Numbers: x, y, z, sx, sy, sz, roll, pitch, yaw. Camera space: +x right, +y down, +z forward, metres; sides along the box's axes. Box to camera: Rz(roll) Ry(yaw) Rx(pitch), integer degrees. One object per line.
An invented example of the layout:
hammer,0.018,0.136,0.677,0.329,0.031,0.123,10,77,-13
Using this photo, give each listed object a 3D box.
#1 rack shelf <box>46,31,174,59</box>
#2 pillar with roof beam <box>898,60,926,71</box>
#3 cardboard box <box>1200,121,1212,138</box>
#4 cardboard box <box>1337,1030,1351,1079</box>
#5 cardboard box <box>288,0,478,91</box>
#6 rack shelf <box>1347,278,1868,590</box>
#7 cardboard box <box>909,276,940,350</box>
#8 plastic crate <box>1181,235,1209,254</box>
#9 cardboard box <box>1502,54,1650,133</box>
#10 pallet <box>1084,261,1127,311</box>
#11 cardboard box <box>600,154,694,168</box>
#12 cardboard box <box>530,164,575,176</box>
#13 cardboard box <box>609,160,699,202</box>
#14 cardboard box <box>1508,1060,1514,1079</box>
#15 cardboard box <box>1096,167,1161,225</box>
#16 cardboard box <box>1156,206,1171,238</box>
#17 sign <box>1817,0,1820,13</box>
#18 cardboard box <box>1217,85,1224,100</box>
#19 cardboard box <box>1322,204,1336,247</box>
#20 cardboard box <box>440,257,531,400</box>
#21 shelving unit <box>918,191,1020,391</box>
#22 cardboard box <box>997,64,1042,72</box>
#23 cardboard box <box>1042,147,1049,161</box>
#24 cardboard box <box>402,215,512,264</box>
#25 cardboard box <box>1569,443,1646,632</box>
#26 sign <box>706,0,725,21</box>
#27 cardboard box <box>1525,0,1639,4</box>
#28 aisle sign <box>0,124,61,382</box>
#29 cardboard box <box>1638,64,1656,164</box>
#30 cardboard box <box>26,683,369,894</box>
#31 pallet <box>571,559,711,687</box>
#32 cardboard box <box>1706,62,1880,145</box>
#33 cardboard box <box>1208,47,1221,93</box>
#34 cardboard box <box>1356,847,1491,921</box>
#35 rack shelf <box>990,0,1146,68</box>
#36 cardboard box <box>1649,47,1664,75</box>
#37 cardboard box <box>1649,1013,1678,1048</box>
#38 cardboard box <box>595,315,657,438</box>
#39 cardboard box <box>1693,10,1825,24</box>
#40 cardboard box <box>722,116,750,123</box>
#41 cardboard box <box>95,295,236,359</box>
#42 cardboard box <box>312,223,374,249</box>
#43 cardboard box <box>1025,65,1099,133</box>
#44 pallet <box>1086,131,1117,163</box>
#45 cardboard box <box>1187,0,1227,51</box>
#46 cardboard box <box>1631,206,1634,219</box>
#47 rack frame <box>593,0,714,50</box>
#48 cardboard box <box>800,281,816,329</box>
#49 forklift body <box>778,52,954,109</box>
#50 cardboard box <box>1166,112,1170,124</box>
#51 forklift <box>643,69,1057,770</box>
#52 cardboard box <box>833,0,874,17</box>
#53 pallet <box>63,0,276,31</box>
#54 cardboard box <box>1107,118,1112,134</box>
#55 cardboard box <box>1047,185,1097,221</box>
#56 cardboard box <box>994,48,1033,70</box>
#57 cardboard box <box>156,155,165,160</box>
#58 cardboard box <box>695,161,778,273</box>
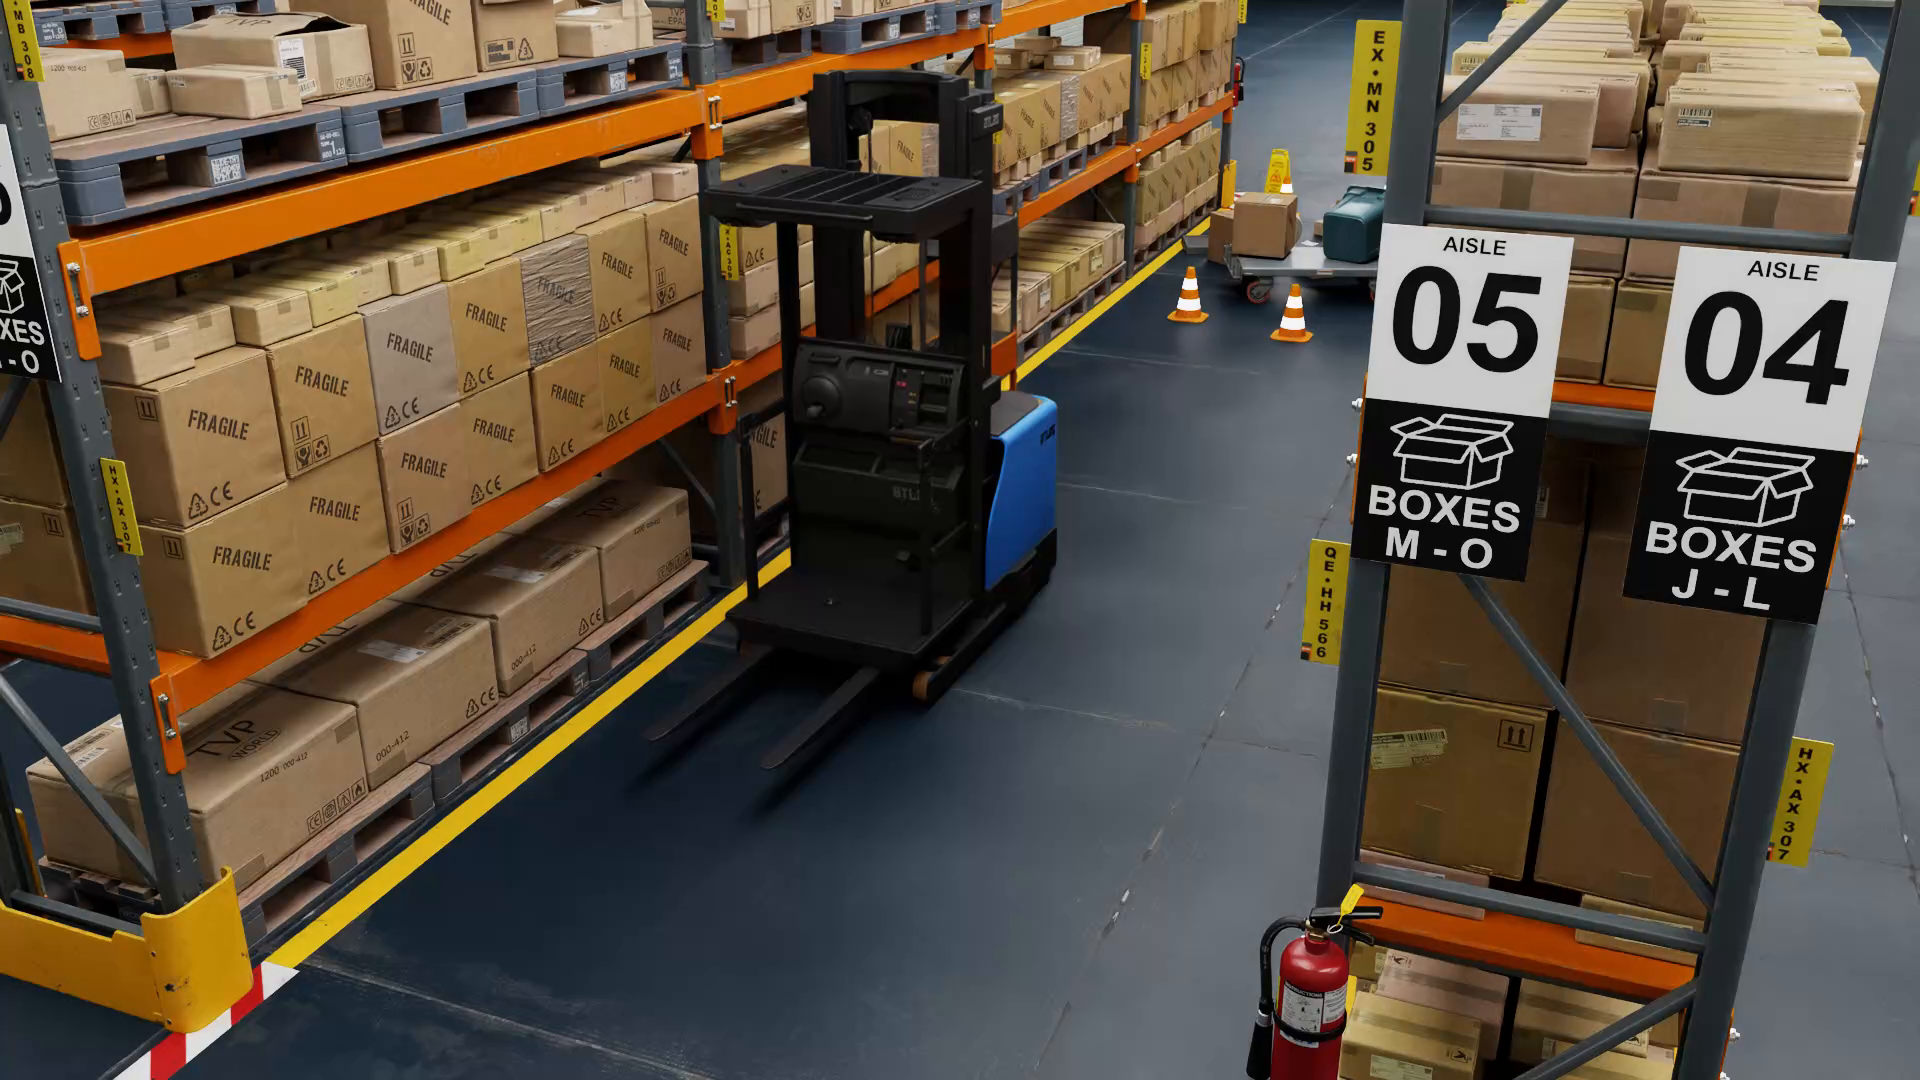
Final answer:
rack shelf,-5.609,-3.660,12.161,1.077,0.370,4.000,9,24,20
pillar with roof beam,3.236,-10.365,23.389,9.100,9.000,0.400,9,24,20
cardboard box,2.586,-4.582,18.536,0.380,0.149,0.250,10,24,22
cardboard box,1.336,1.676,5.113,0.380,0.149,0.250,8,24,19
cardboard box,-2.340,-2.121,6.740,0.500,0.500,0.500,9,24,21
rack shelf,2.148,-0.846,5.426,1.077,0.370,4.000,9,24,20
cardboard box,-0.590,-1.592,12.381,0.875,0.875,0.875,9,24,20
plastic crate,2.574,-3.142,17.670,0.402,0.080,0.583,1,23,2
cardboard box,1.533,-1.135,4.213,0.380,0.149,0.250,8,24,18
pallet,0.942,-2.480,15.913,1.003,0.211,1.213,9,24,20
cardboard box,-1.809,-1.886,9.446,0.500,0.500,0.500,10,25,22
cardboard box,-2.181,-1.819,8.446,0.380,0.149,0.250,9,24,21
cardboard box,-1.561,-1.834,8.479,0.380,0.149,0.250,8,24,19
cardboard box,2.004,1.706,5.427,0.380,0.149,0.250,9,24,21
cardboard box,1.699,-3.489,16.760,0.500,0.500,0.500,10,25,23
cardboard box,1.887,-3.335,17.366,0.500,0.250,0.500,10,25,23
sign,3.398,-2.058,6.722,0.100,0.325,0.005,9,24,20
cardboard box,2.784,-5.090,18.869,0.380,0.149,0.250,8,24,19
cardboard box,4.074,-3.061,16.748,0.797,0.637,0.503,9,24,20
cardboard box,-2.231,-0.939,7.180,0.500,0.500,0.500,9,24,20
shelving unit,0.055,-0.999,9.917,0.431,2.100,0.503,10,25,22
cardboard box,0.407,-3.941,14.734,0.500,0.500,0.500,9,24,20
cardboard box,0.525,-3.269,13.965,0.380,0.149,0.250,10,25,22
cardboard box,-2.172,-1.295,7.190,0.380,0.149,0.250,9,24,20
cardboard box,2.000,-0.027,4.611,0.500,0.500,0.500,10,24,22
sign,-1.226,-2.763,8.307,0.100,0.325,0.005,9,24,20
cardboard box,2.247,-1.893,6.027,0.380,0.149,0.250,8,24,19
aisle sign,-2.985,-0.883,5.100,0.394,0.787,0.004,9,24,20
cardboard box,1.920,-1.370,5.293,0.500,0.250,0.500,8,24,18
cardboard box,-3.076,0.987,6.775,0.875,0.438,0.875,8,24,18
pallet,-2.097,0.365,9.102,1.003,0.211,1.213,9,24,20
cardboard box,2.017,-1.067,4.049,0.380,0.149,0.250,9,24,20
cardboard box,2.579,-5.248,18.406,0.500,0.500,0.500,9,24,20
cardboard box,1.264,0.880,4.577,0.380,0.149,0.250,9,24,20
rack shelf,0.487,-4.382,13.890,1.077,0.370,4.000,9,24,20
cardboard box,2.562,-1.482,5.561,0.500,0.250,0.500,10,25,22
cardboard box,2.119,1.442,5.288,0.380,0.149,0.250,9,24,20
cardboard box,-1.863,-0.841,8.242,0.500,0.500,0.500,8,24,19
cardboard box,2.572,-1.622,5.378,0.380,0.149,0.250,9,24,20
cardboard box,-2.824,-4.888,19.787,0.500,0.250,0.500,8,24,19
cardboard box,-2.808,-0.749,5.883,0.380,0.149,0.250,9,24,21
cardboard box,-2.743,-1.271,7.132,0.380,0.149,0.250,10,25,22
cardboard box,0.891,-3.863,14.546,0.500,0.500,0.500,10,25,22
pallet,0.810,-3.704,15.475,1.003,0.211,1.213,9,24,20
cardboard box,2.439,-5.530,17.785,0.700,0.500,0.500,8,24,19
cardboard box,2.189,-0.891,4.795,0.500,0.250,0.500,8,24,18
rack frame,-1.742,-3.951,8.033,1.000,3.000,0.127,9,24,20
cardboard box,-1.143,-1.418,9.948,0.500,0.250,0.500,8,24,19
forklift body,-0.905,-4.855,19.082,2.313,2.155,1.214,9,24,20
cardboard box,1.954,-4.377,17.162,0.380,0.149,0.250,9,24,20
forklift,-0.507,-0.727,8.189,1.130,2.935,3.031,10,25,22
cardboard box,-0.738,-3.302,10.001,0.396,0.266,0.258,11,25,24
pallet,-5.662,-3.784,11.769,1.213,0.211,1.003,9,24,20
cardboard box,1.180,-3.808,15.255,0.380,0.149,0.250,8,24,18
cardboard box,1.200,-3.566,16.946,0.500,0.500,0.500,8,24,19
cardboard box,0.418,-4.201,14.513,0.380,0.149,0.250,10,25,23
cardboard box,-5.772,-2.458,11.568,0.700,0.500,0.500,9,24,21
cardboard box,-1.312,-1.806,9.256,0.500,0.500,0.500,9,24,21
